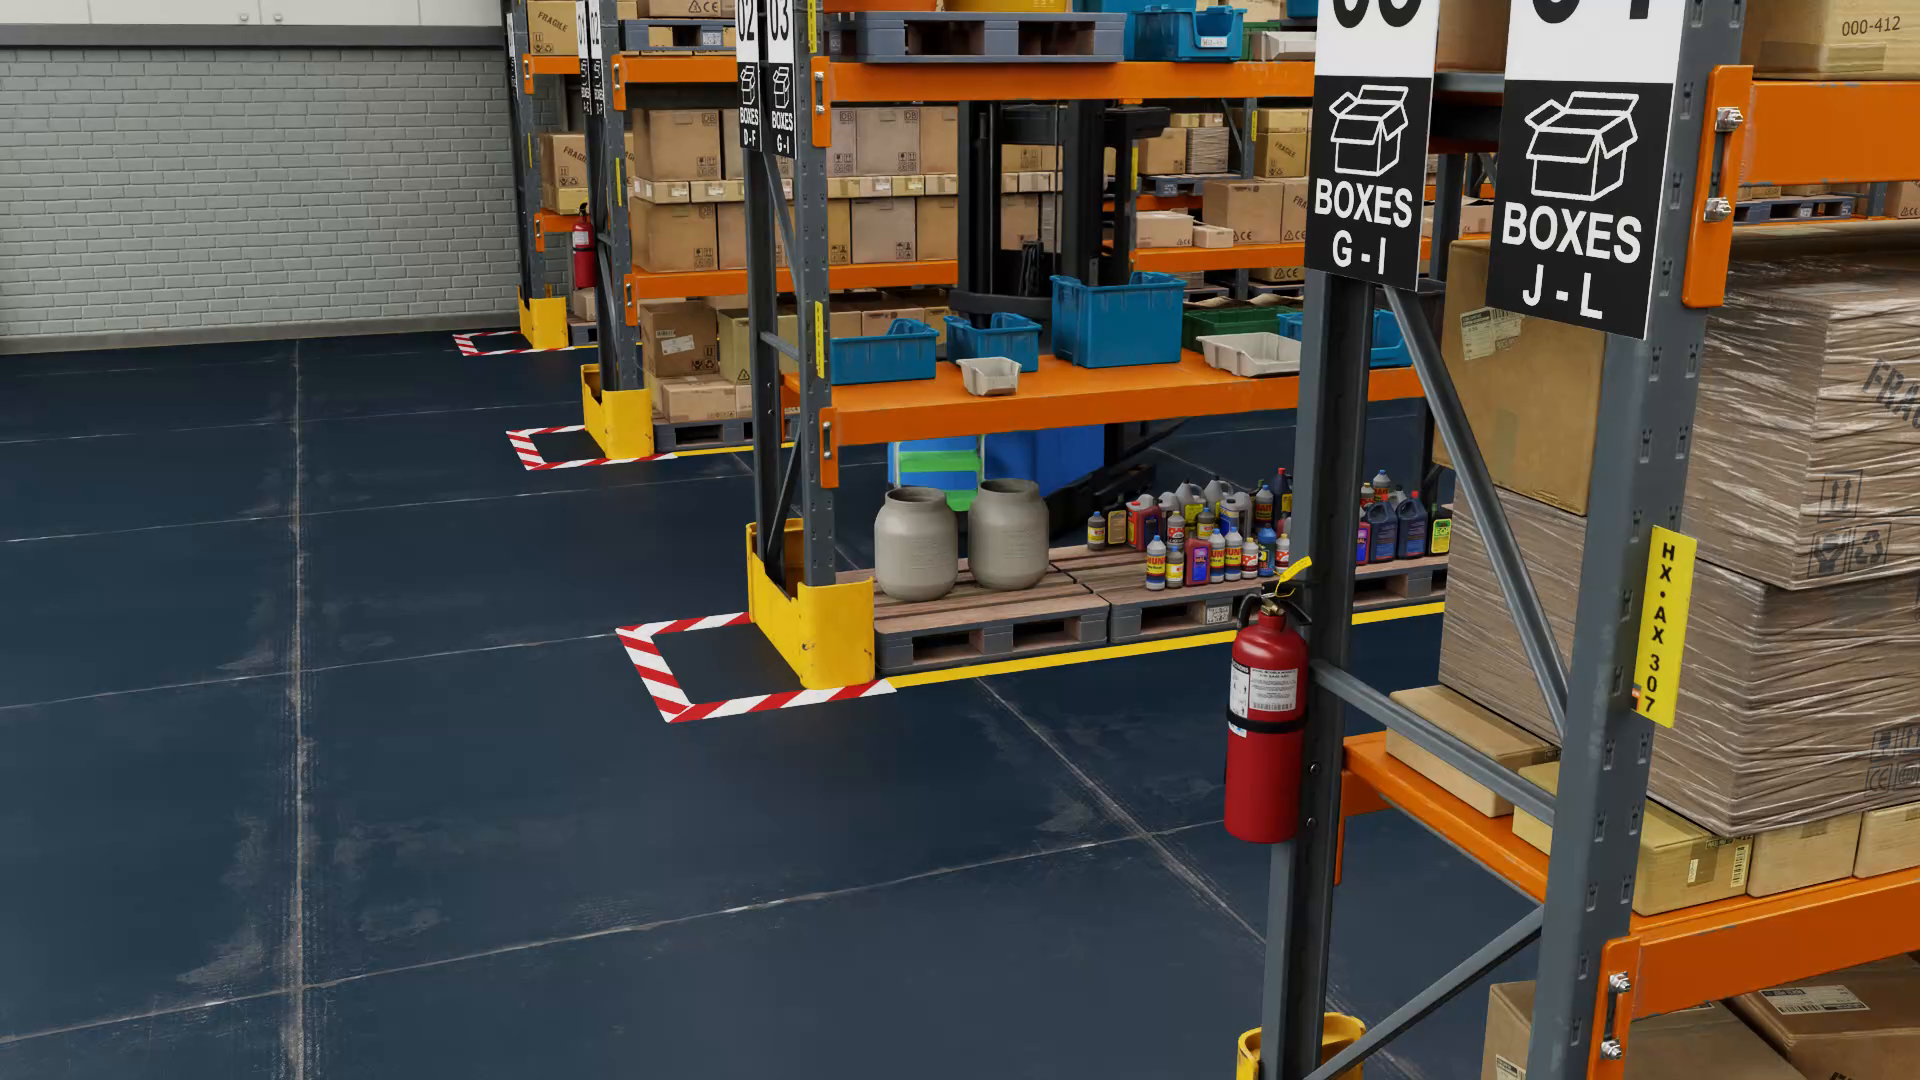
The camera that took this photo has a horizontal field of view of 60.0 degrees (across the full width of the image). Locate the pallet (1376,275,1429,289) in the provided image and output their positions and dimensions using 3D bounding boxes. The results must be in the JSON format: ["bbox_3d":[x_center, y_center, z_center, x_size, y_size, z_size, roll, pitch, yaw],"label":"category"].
[{"bbox_3d":[5.019,-3.144,20.431,1.213,0.211,1.003,-6,17,-20],"label":"pallet"}]

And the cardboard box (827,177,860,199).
[{"bbox_3d":[-0.930,-2.664,12.516,0.250,0.149,0.380,-6,18,-21],"label":"cardboard box"}]

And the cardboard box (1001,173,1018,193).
[{"bbox_3d":[0.262,-2.792,12.952,0.250,0.149,0.380,-6,17,-20],"label":"cardboard box"}]

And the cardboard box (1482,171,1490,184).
[{"bbox_3d":[6.412,-4.453,20.348,0.250,0.149,0.380,-6,17,-19],"label":"cardboard box"}]

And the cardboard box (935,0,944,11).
[{"bbox_3d":[-0.423,-4.219,12.641,0.637,0.503,0.797,-4,17,-14],"label":"cardboard box"}]

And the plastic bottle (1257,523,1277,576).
[{"bbox_3d":[1.601,0.045,8.684,0.097,0.271,0.097,0,16,0],"label":"plastic bottle"}]

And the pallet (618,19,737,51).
[{"bbox_3d":[-1.906,-3.652,12.045,1.213,0.211,1.003,-6,17,-20],"label":"pallet"}]

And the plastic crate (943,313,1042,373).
[{"bbox_3d":[0.162,-1.009,8.475,0.408,0.251,0.499,-6,17,-20],"label":"plastic crate"}]

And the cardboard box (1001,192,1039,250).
[{"bbox_3d":[0.257,-2.541,13.250,0.500,0.500,0.700,-6,18,-21],"label":"cardboard box"}]

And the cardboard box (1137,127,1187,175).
[{"bbox_3d":[2.171,-4.446,18.957,0.500,0.500,0.700,-8,18,-25],"label":"cardboard box"}]

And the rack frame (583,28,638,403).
[{"bbox_3d":[-2.575,-2.191,12.236,0.127,3.000,1.000,-6,17,-20],"label":"rack frame"}]

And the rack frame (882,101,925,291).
[{"bbox_3d":[-0.616,-3.897,18.046,0.127,3.000,1.000,-6,17,-20],"label":"rack frame"}]

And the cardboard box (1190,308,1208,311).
[{"bbox_3d":[2.104,-1.771,13.944,0.500,0.311,0.500,-6,18,-21],"label":"cardboard box"}]

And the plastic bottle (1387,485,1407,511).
[{"bbox_3d":[2.379,-0.128,9.131,0.185,0.351,0.144,-6,17,-20],"label":"plastic bottle"}]

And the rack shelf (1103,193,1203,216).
[{"bbox_3d":[1.251,-3.754,18.834,4.000,0.370,1.077,-6,17,-20],"label":"rack shelf"}]

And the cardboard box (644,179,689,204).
[{"bbox_3d":[-2.132,-2.533,12.072,0.250,0.149,0.380,-6,18,-20],"label":"cardboard box"}]

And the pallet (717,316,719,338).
[{"bbox_3d":[-2.372,-2.358,17.754,1.213,0.211,1.003,-6,17,-20],"label":"pallet"}]

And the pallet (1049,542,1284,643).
[{"bbox_3d":[1.146,0.228,8.947,1.213,0.211,1.003,-6,17,-20],"label":"pallet"}]

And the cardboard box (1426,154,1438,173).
[{"bbox_3d":[5.568,-4.689,20.001,0.500,0.500,0.500,-6,17,-20],"label":"cardboard box"}]

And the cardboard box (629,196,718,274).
[{"bbox_3d":[-2.135,-2.283,12.370,0.500,0.500,0.700,-6,17,-20],"label":"cardboard box"}]

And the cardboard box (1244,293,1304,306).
[{"bbox_3d":[2.856,-2.015,14.777,0.500,0.311,0.500,-6,18,-21],"label":"cardboard box"}]

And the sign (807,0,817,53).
[{"bbox_3d":[-0.614,-2.186,6.878,0.005,0.325,0.100,-6,17,-20],"label":"sign"}]

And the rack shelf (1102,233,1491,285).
[{"bbox_3d":[3.027,-2.451,14.397,4.000,0.370,1.077,-6,17,-20],"label":"rack shelf"}]

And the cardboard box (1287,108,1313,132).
[{"bbox_3d":[4.137,-4.893,19.365,0.500,0.250,0.500,-6,18,-21],"label":"cardboard box"}]

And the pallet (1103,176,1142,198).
[{"bbox_3d":[1.285,-3.998,18.730,1.213,0.211,1.003,-6,17,-20],"label":"pallet"}]

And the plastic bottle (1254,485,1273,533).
[{"bbox_3d":[1.726,-0.177,9.438,0.097,0.271,0.097,0,16,0],"label":"plastic bottle"}]

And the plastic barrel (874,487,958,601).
[{"bbox_3d":[-0.219,0.018,8.382,0.421,0.512,0.421,0,16,0],"label":"plastic barrel"}]

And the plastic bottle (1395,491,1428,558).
[{"bbox_3d":[2.430,-0.090,9.002,0.185,0.351,0.144,-7,18,-22],"label":"plastic bottle"}]

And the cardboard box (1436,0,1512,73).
[{"bbox_3d":[1.325,-1.067,3.350,0.500,0.250,0.500,-6,17,-19],"label":"cardboard box"}]

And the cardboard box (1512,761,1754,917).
[{"bbox_3d":[1.317,0.570,3.278,0.250,0.149,0.380,-6,17,-20],"label":"cardboard box"}]

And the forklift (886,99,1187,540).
[{"bbox_3d":[0.682,-1.765,10.906,1.130,2.935,3.031,9,18,27],"label":"forklift"}]

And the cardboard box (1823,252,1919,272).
[{"bbox_3d":[2.046,-0.287,3.272,0.500,0.500,0.500,-6,17,-20],"label":"cardboard box"}]

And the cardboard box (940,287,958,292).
[{"bbox_3d":[0.151,-1.819,13.774,0.500,0.500,0.500,-6,17,-20],"label":"cardboard box"}]

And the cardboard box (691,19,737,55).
[{"bbox_3d":[-2.459,-5.116,16.661,0.500,0.500,0.500,-5,17,-17],"label":"cardboard box"}]

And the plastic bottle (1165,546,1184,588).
[{"bbox_3d":[1.095,0.133,8.508,0.097,0.201,0.097,0,16,0],"label":"plastic bottle"}]

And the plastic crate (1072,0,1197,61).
[{"bbox_3d":[0.866,-2.590,8.300,0.575,0.384,0.392,-6,17,-20],"label":"plastic crate"}]

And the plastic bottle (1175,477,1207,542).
[{"bbox_3d":[1.280,-0.178,9.301,0.185,0.351,0.144,-5,17,-18],"label":"plastic bottle"}]

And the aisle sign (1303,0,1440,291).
[{"bbox_3d":[0.801,-0.904,3.240,0.004,0.787,0.394,-6,17,-20],"label":"aisle sign"}]

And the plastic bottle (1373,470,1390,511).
[{"bbox_3d":[2.474,-0.276,9.776,0.097,0.271,0.097,0,16,0],"label":"plastic bottle"}]

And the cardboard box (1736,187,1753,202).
[{"bbox_3d":[7.002,-3.456,15.620,0.500,0.500,0.700,-11,20,-34],"label":"cardboard box"}]

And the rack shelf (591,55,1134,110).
[{"bbox_3d":[-0.708,-3.487,12.601,4.000,0.370,1.077,-6,17,-20],"label":"rack shelf"}]

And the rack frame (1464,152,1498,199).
[{"bbox_3d":[4.895,-2.998,14.982,0.127,3.000,1.000,-6,17,-20],"label":"rack frame"}]

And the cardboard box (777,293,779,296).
[{"bbox_3d":[-2.117,-2.584,17.855,0.250,0.149,0.380,-8,18,-25],"label":"cardboard box"}]

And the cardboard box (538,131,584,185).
[{"bbox_3d":[-3.987,-3.895,16.938,0.500,0.500,0.500,-6,18,-21],"label":"cardboard box"}]

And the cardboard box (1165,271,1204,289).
[{"bbox_3d":[2.465,-3.226,19.416,0.500,0.500,0.700,-6,17,-19],"label":"cardboard box"}]

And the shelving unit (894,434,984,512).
[{"bbox_3d":[-0.124,-0.487,9.628,0.503,1.200,0.258,-2,16,-6],"label":"shelving unit"}]

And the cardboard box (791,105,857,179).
[{"bbox_3d":[-1.126,-3.016,12.565,0.500,0.500,0.700,-6,17,-20],"label":"cardboard box"}]

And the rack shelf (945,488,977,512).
[{"bbox_3d":[-0.124,-0.196,9.714,0.480,0.148,0.258,-2,16,-6],"label":"rack shelf"}]

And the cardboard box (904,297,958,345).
[{"bbox_3d":[-0.132,-1.633,13.140,0.500,0.500,0.500,-6,17,-20],"label":"cardboard box"}]

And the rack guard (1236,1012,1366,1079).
[{"bbox_3d":[1.037,1.607,3.737,0.348,0.500,1.175,-6,17,-20],"label":"rack guard"}]

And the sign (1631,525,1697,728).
[{"bbox_3d":[1.160,0.143,2.751,0.005,0.325,0.100,-6,17,-20],"label":"sign"}]

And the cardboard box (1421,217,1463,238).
[{"bbox_3d":[4.154,-2.714,14.461,0.250,0.149,0.380,-6,17,-20],"label":"cardboard box"}]
